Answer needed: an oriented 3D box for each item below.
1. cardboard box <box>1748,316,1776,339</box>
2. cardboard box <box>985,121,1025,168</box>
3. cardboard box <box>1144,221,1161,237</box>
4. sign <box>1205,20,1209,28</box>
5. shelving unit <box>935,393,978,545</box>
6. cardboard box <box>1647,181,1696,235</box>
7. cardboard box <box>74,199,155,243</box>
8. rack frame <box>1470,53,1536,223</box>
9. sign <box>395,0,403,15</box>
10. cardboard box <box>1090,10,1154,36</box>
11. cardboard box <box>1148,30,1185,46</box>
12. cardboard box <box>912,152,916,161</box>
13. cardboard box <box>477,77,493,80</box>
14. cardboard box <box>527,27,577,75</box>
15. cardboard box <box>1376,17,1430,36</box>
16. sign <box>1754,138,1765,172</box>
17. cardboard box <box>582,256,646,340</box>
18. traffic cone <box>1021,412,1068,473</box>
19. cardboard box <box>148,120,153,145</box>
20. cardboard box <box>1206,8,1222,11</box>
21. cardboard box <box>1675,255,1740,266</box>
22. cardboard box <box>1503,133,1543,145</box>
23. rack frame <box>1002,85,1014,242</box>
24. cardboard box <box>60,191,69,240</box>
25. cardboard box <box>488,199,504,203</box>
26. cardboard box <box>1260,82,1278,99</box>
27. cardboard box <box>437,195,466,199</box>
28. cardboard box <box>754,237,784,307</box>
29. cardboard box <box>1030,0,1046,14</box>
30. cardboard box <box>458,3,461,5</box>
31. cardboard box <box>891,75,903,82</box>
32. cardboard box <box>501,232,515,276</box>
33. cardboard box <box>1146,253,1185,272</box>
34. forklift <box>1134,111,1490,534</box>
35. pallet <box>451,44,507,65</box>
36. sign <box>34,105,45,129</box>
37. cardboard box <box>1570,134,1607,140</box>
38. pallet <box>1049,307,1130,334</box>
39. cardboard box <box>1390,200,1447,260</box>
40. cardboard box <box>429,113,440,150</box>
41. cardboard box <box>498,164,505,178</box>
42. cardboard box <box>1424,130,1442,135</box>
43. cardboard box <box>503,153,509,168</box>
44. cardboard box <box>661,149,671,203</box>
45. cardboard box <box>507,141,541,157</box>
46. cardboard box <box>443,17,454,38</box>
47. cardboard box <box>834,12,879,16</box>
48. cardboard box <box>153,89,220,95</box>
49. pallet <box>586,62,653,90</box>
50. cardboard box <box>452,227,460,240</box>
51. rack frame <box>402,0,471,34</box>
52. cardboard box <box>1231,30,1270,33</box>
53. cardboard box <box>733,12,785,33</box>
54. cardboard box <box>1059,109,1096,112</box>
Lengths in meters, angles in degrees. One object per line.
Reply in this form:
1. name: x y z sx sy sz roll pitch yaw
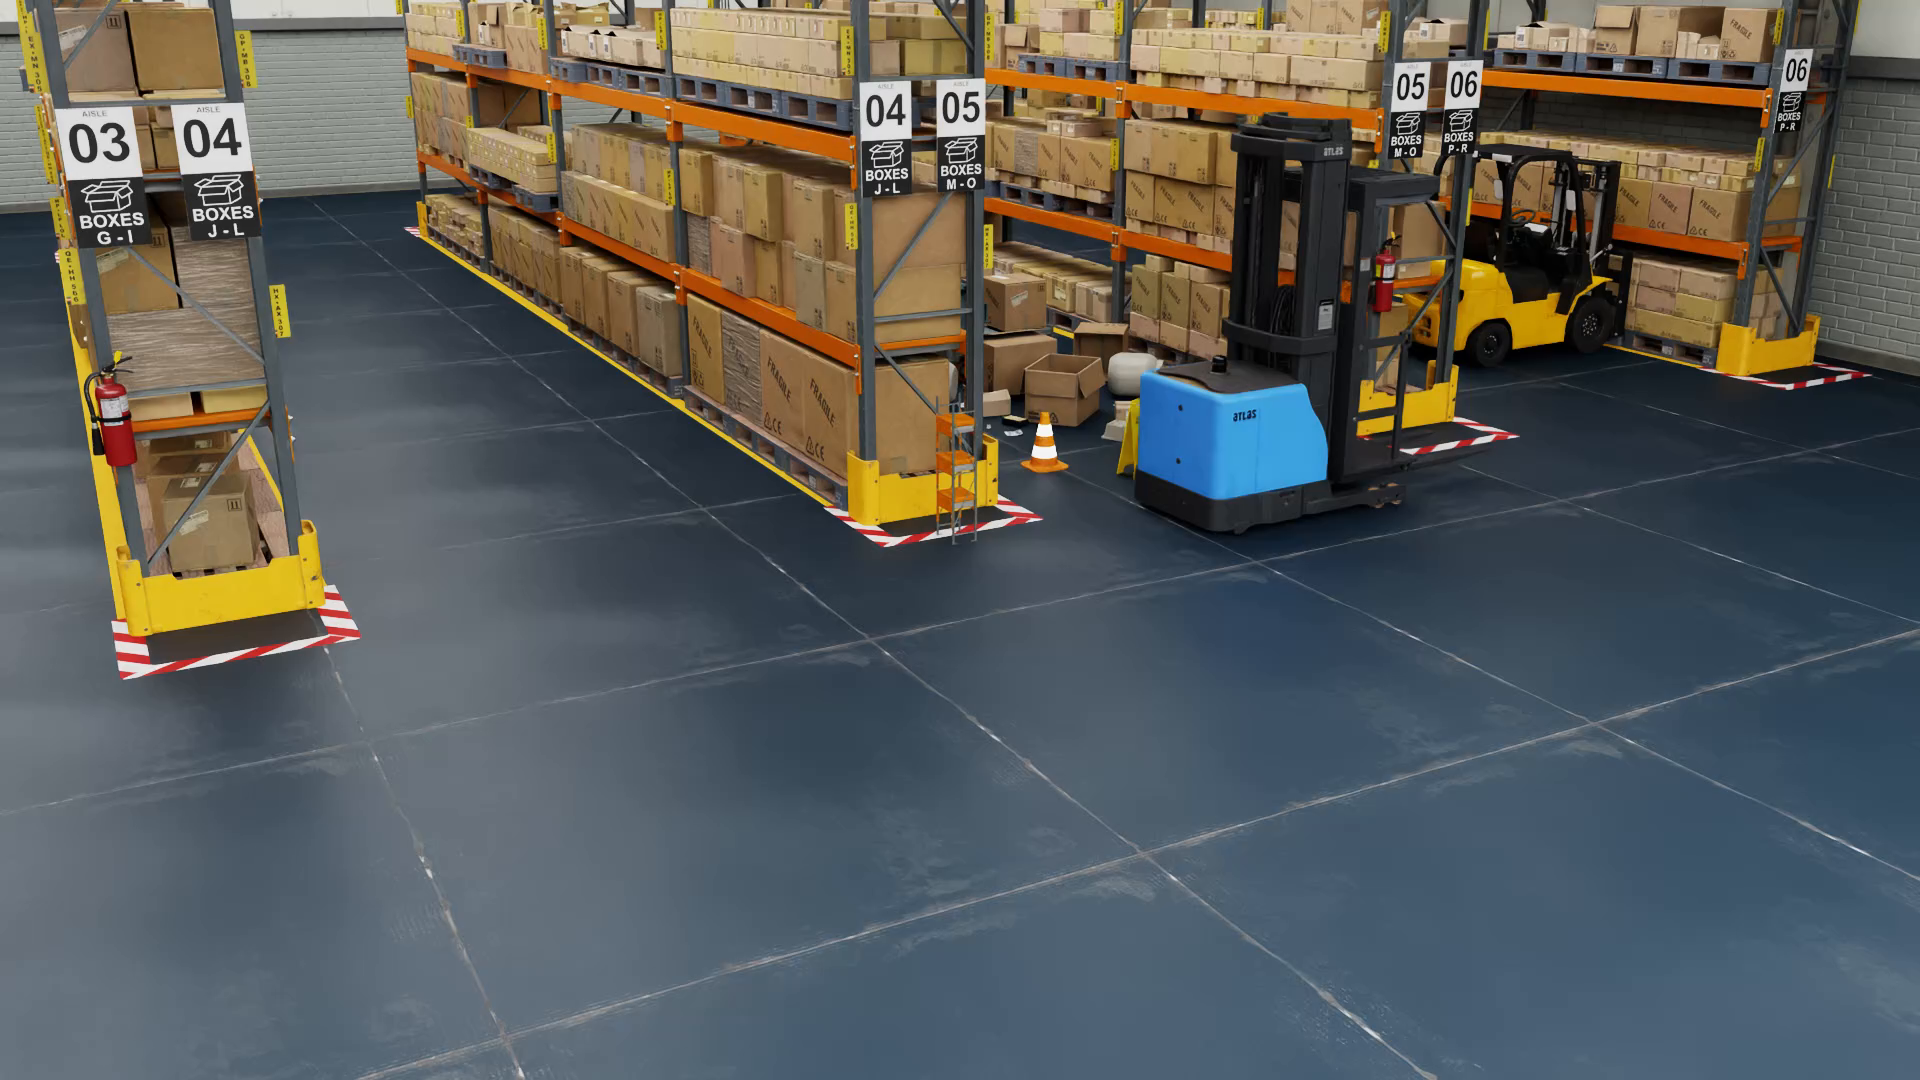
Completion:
1. cardboard box: 8.324 -2.300 17.769 0.500 0.250 0.500 -10 21 -26
2. cardboard box: 0.484 -4.829 20.274 0.500 0.500 0.500 -9 21 -24
3. cardboard box: 2.153 -3.285 17.437 0.380 0.149 0.250 -9 21 -25
4. sign: 2.593 -5.357 17.665 0.100 0.325 0.005 -10 21 -27
5. shelving unit: -0.025 -0.512 12.004 0.215 1.050 0.252 -10 21 -27
6. cardboard box: 7.683 -3.528 17.603 0.500 0.500 0.500 -9 21 -25
7. cardboard box: -5.659 -1.991 11.162 0.500 0.500 0.500 -10 21 -27
8. rack frame: 6.486 -4.378 20.220 1.000 3.000 0.127 -10 21 -27
9. sign: -8.365 -8.004 24.790 0.100 0.325 0.005 -10 21 -27
10. cardboard box: 1.732 -5.536 17.799 0.500 0.250 0.500 -9 21 -25
11. cardboard box: 2.131 -5.073 16.799 0.380 0.149 0.250 -9 21 -25
12. cardboard box: -0.480 -5.168 21.973 0.500 0.250 0.500 -11 22 -28
13. cardboard box: -6.701 -6.380 23.880 0.500 0.500 0.500 -11 22 -29
14. cardboard box: -4.583 -5.550 18.866 0.500 0.500 0.500 -10 21 -27
15. cardboard box: 5.564 -6.390 20.792 0.500 0.311 0.500 -11 22 -28
16. sign: 7.901 -3.809 16.433 0.100 0.325 0.005 -10 21 -27
17. cardboard box: -3.460 -2.656 18.036 1.050 0.750 0.750 -10 21 -26
18. traffic cone: 0.708 -0.837 13.848 0.336 0.463 0.334 -10 21 -27
19. cardboard box: -4.954 -2.597 10.691 0.500 0.250 0.500 -11 22 -28
20. cardboard box: 3.687 -7.854 24.826 0.380 0.149 0.250 -9 21 -25
21. cardboard box: 8.084 -2.911 18.008 0.500 0.250 0.500 -10 21 -27
22. cardboard box: 6.596 -4.677 19.482 0.380 0.149 0.250 -10 21 -26
23. rack frame: 0.220 -4.756 21.316 1.000 3.000 0.127 -10 21 -27
24. cardboard box: -8.954 -3.372 17.151 0.500 0.500 0.500 -9 21 -25
25. cardboard box: -6.865 -4.988 24.803 0.380 0.149 0.250 -9 21 -25
26. cardboard box: 3.020 -4.190 15.462 0.380 0.149 0.250 -11 22 -28
27. cardboard box: -7.700 -5.126 25.201 0.380 0.149 0.250 -10 21 -26
28. cardboard box: -1.229 -2.315 14.011 0.875 0.550 0.500 -10 21 -27
29. cardboard box: 1.504 -8.945 27.863 0.500 0.250 0.500 -9 21 -25
30. cardboard box: -7.029 -7.678 24.038 0.380 0.149 0.250 -11 22 -28
31. cardboard box: -0.292 -3.430 12.463 0.380 0.149 0.250 -10 21 -26
32. cardboard box: -5.617 -3.721 21.504 0.500 0.500 0.500 -9 21 -24
33. cardboard box: 2.169 -2.911 17.398 0.380 0.149 0.250 -10 21 -26
34. forklift: 2.876 -1.765 12.752 3.031 2.935 1.130 -11 22 -29
35. pallet: -5.788 -6.244 21.318 1.213 0.211 1.003 -10 21 -27
36. sign: -12.791 -5.880 23.125 0.100 0.325 0.005 -10 21 -27
37. cardboard box: 7.298 -4.613 19.298 0.380 0.149 0.250 -10 22 -28
38. pallet: 1.749 -2.513 19.091 1.003 0.211 1.213 -10 21 -27
39. cardboard box: 4.038 -2.826 15.115 0.500 0.500 0.500 -10 22 -27
40. cardboard box: -7.419 -5.981 24.256 0.500 0.500 0.500 -10 21 -26
41. cardboard box: -5.464 -4.557 20.481 0.380 0.149 0.250 -11 22 -29
42. cardboard box: 6.074 -5.168 21.363 0.380 0.149 0.250 -10 21 -27
43. cardboard box: -5.338 -4.622 20.213 0.380 0.149 0.250 -9 21 -25
44. cardboard box: -2.430 -3.474 15.914 0.700 0.500 0.500 -10 22 -28
45. cardboard box: -5.205 -4.685 19.939 0.380 0.149 0.250 -10 21 -27
46. cardboard box: -6.667 -6.936 22.500 0.500 0.250 0.500 -11 22 -29
47. cardboard box: -0.770 -4.096 13.170 0.380 0.149 0.250 -10 22 -27
48. cardboard box: -4.963 -2.807 10.688 0.380 0.149 0.250 -9 21 -24
49. pallet: -3.202 -4.792 17.111 1.003 0.211 1.213 -9 21 -24
50. cardboard box: -7.174 -4.466 24.202 0.380 0.149 0.250 -10 21 -27
51. rack frame: -7.887 -9.093 24.687 1.000 3.000 0.127 -10 21 -27
52. cardboard box: 2.937 -5.021 16.649 0.380 0.149 0.250 -9 21 -25
53. cardboard box: -1.593 -4.140 13.298 0.380 0.149 0.250 -10 21 -27
54. cardboard box: 1.980 -6.994 27.576 0.500 0.250 0.500 -10 21 -26
